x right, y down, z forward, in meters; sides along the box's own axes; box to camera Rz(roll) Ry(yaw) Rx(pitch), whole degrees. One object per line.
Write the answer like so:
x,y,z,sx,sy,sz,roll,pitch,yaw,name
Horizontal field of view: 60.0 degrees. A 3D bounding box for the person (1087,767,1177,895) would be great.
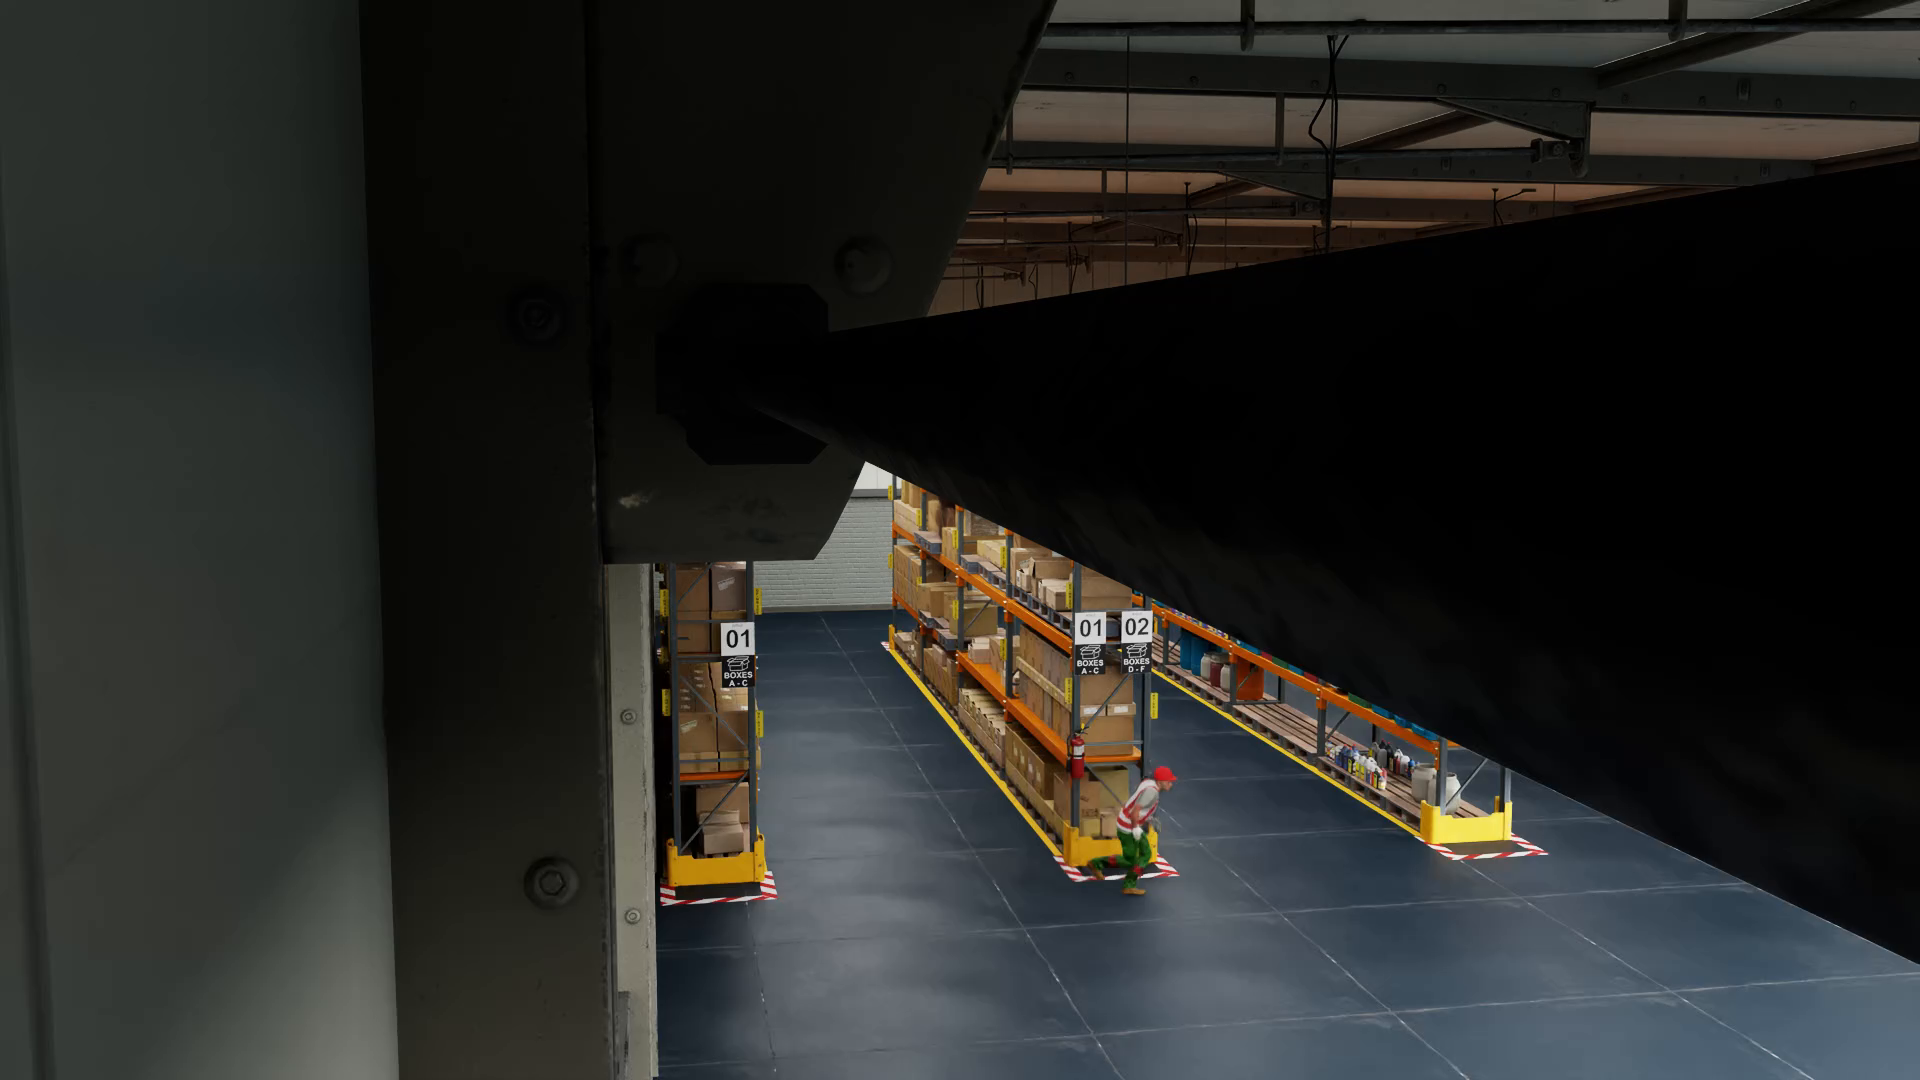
2.030,3.440,19.677,1.057,1.571,0.670,1,6,11,person
